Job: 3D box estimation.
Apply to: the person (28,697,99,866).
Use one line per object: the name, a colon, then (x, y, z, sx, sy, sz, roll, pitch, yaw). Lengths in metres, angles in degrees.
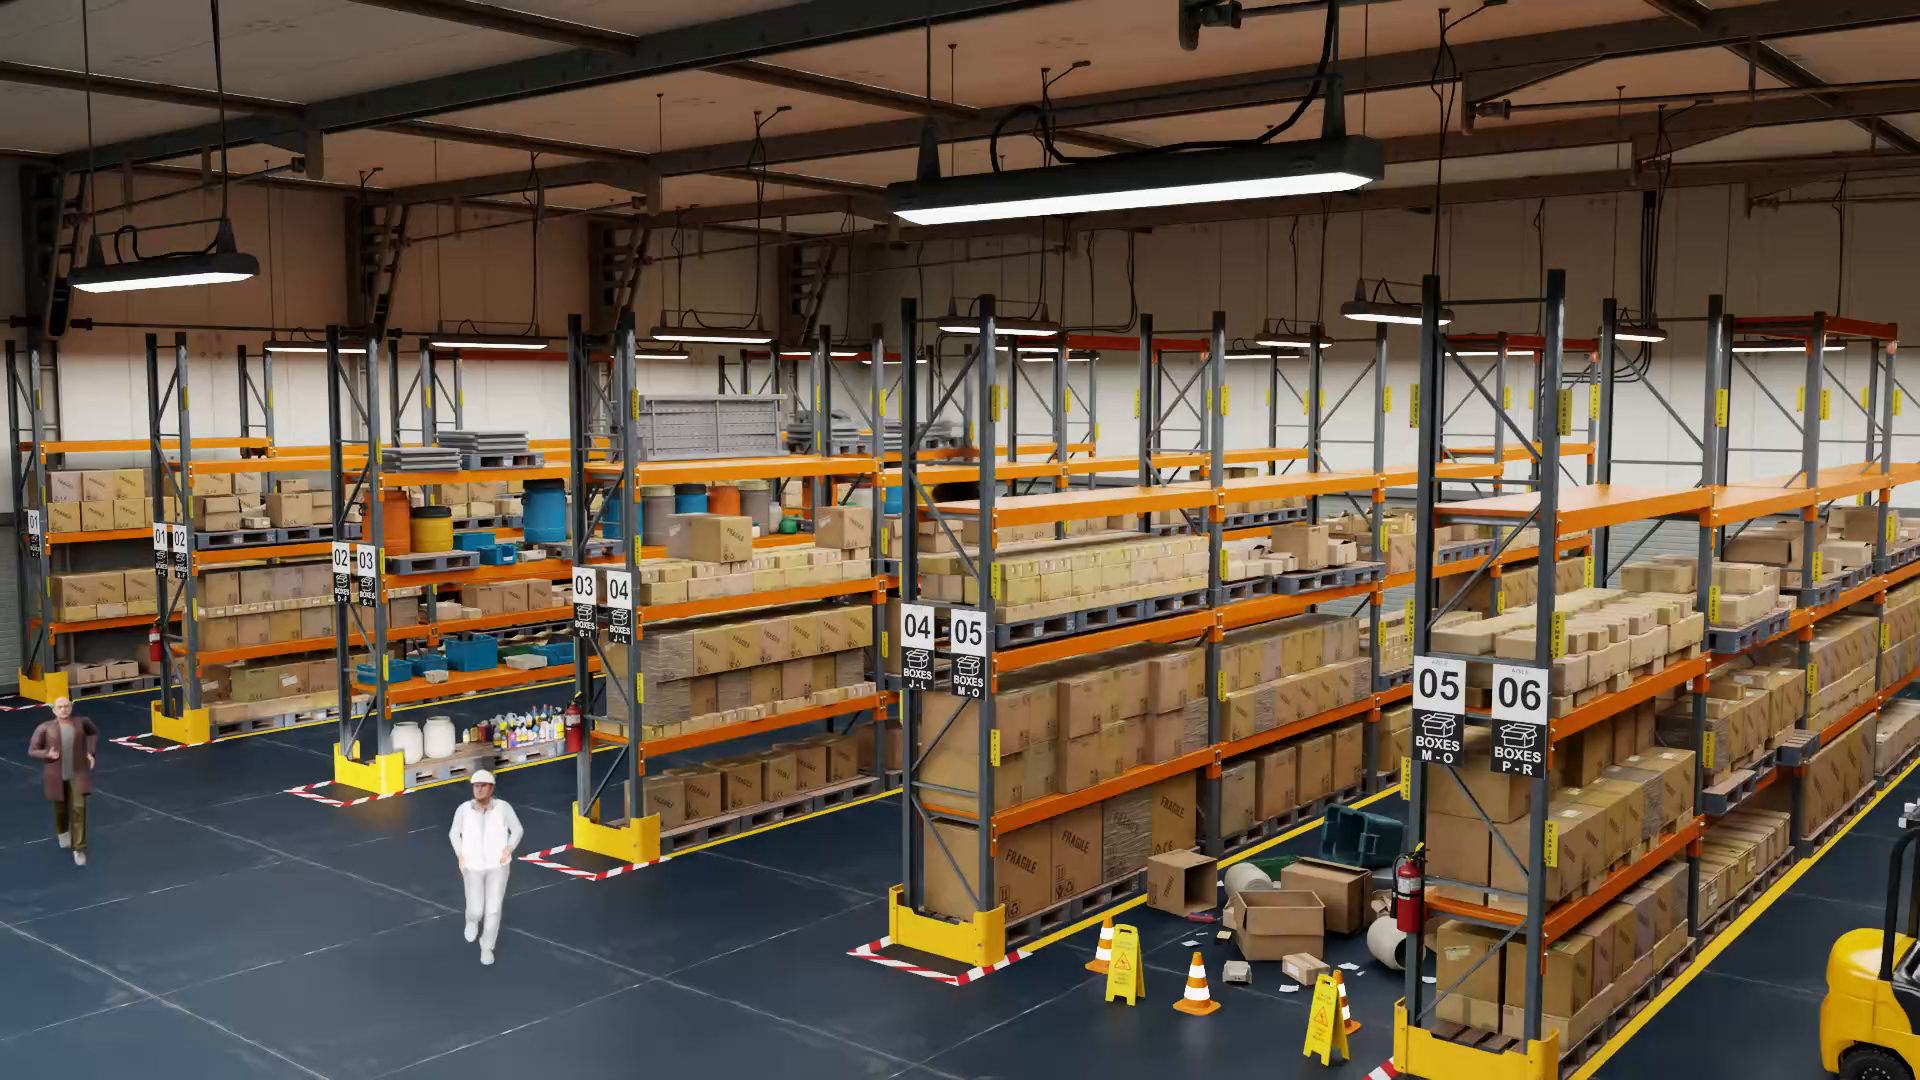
person: (-9.835, 2.610, 18.295, 0.708, 1.791, 1.040, -3, 6, -32)

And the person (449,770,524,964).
person: (-4.307, 2.947, 15.151, 0.658, 1.747, 0.633, -1, 5, -13)
